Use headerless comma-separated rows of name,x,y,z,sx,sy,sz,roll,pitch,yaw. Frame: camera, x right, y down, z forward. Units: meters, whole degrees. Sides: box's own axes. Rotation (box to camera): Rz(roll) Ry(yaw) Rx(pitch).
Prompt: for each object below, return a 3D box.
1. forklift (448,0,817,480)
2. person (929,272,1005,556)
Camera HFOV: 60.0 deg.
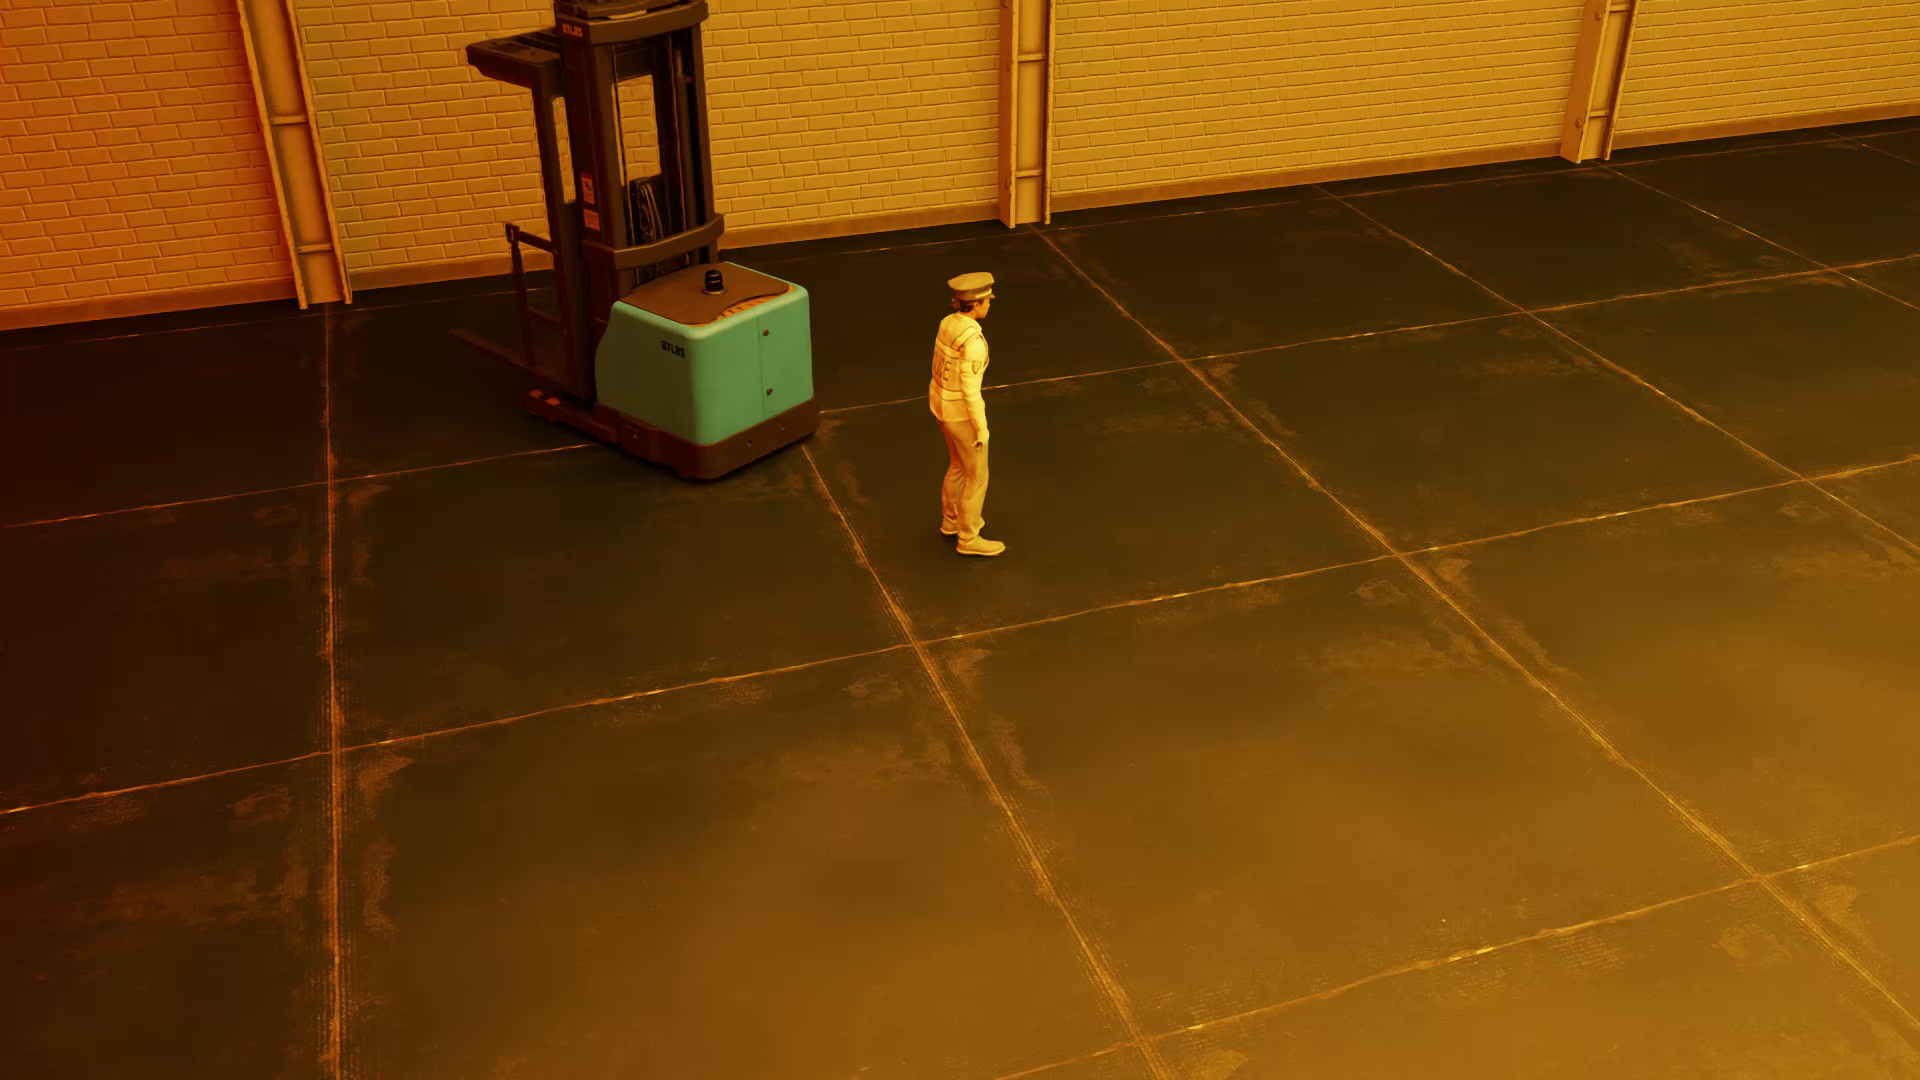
forklift,-2.410,-2.257,11.010,3.031,2.935,1.130,23,37,34
person,0.024,-0.729,9.629,0.372,1.663,0.529,-11,32,-18
